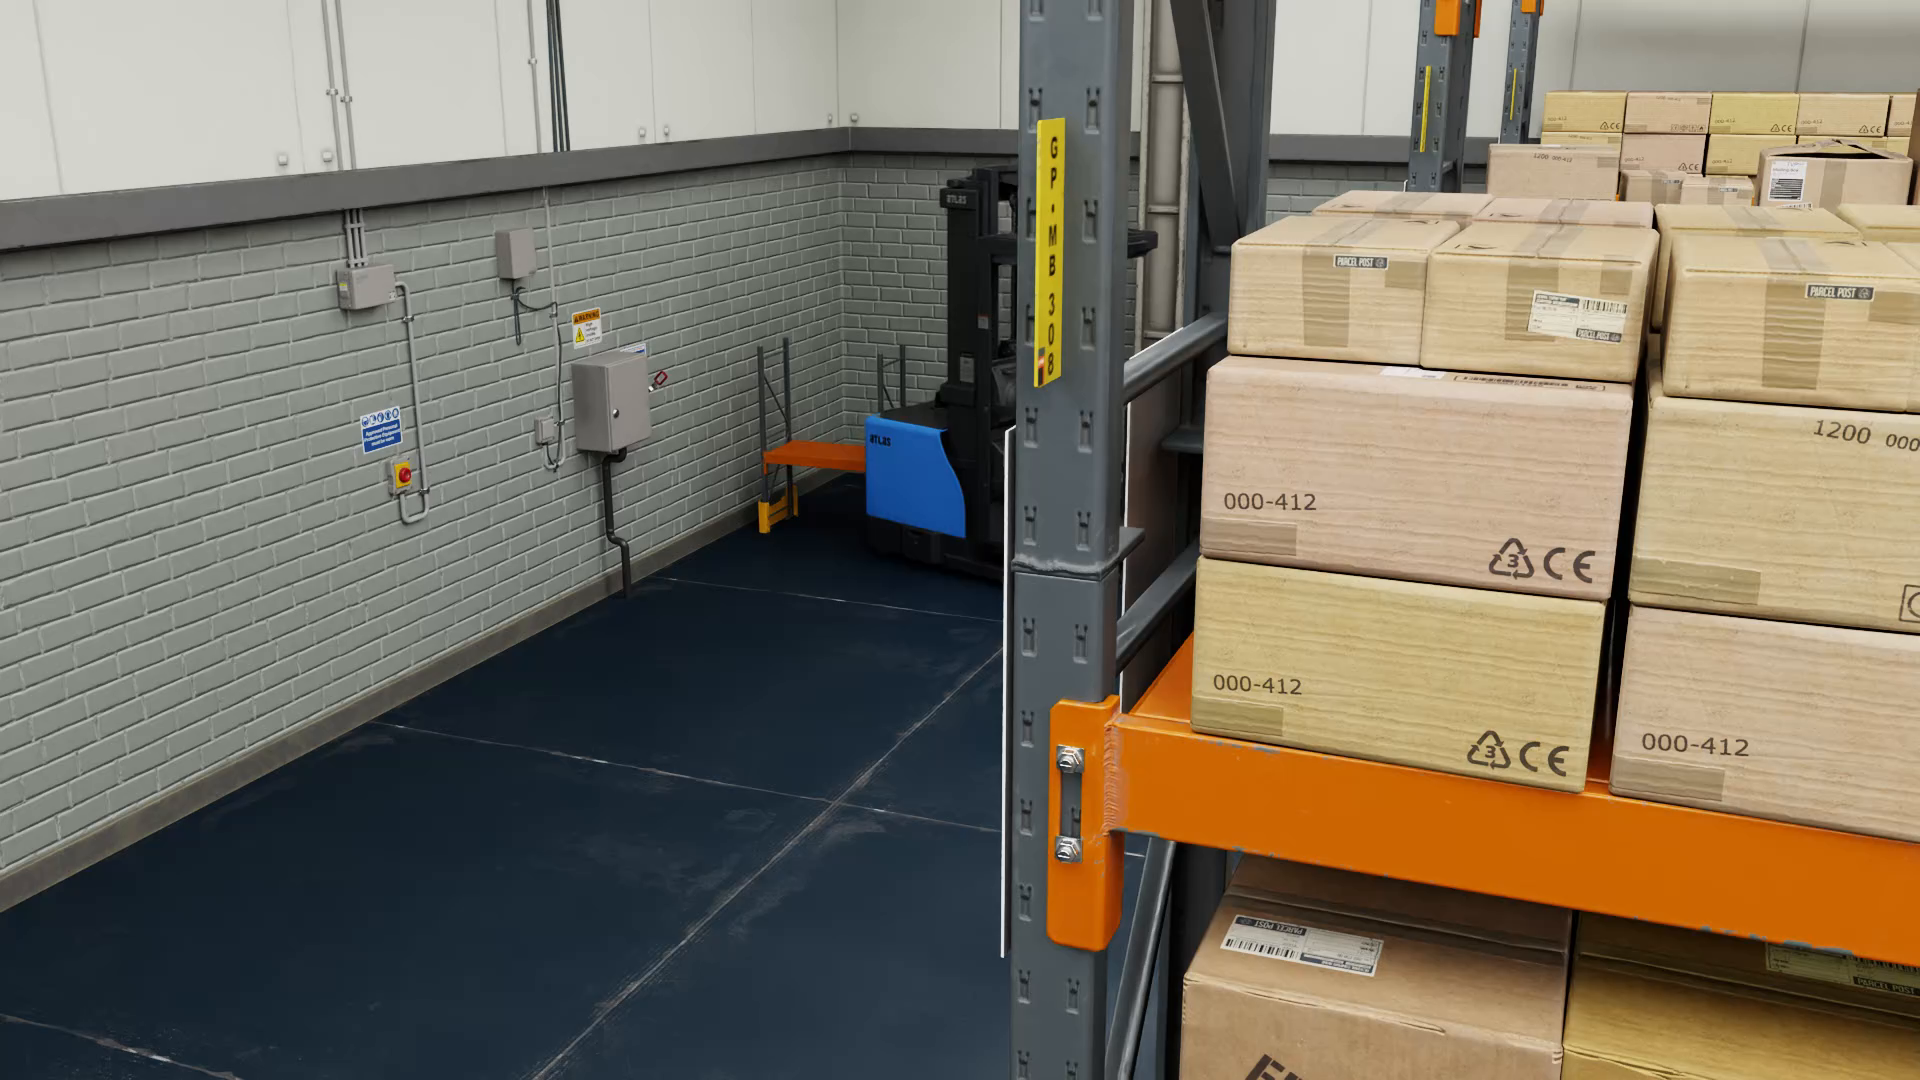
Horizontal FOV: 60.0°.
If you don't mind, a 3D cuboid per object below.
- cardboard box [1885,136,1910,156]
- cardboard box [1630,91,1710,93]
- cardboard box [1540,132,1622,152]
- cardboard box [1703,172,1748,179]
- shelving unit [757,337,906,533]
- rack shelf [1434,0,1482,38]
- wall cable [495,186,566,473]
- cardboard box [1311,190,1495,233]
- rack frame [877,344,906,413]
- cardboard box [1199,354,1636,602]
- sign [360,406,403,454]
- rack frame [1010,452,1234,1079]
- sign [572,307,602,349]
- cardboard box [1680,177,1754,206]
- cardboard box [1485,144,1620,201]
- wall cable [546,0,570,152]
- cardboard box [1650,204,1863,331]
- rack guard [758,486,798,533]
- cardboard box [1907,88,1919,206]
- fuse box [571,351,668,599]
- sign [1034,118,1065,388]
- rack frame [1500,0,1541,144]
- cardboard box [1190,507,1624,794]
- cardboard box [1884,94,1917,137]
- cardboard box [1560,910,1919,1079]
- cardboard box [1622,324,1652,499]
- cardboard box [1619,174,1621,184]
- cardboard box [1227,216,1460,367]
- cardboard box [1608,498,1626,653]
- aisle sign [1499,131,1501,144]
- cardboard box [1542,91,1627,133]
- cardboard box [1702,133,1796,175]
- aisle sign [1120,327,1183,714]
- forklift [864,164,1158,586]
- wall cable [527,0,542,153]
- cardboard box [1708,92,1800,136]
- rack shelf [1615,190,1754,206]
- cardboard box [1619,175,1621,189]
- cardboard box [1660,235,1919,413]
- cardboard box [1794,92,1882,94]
[{"bbox_3d":[6.073,-2.414,10.463,0.500,0.250,0.500,7,17,22],"label":"cardboard box"},{"bbox_3d":[4.852,-2.946,11.401,0.500,0.250,0.500,6,17,19],"label":"cardboard box"},{"bbox_3d":[4.165,-2.617,11.162,0.500,0.250,0.500,6,17,20],"label":"cardboard box"},{"bbox_3d":[4.990,-2.321,10.858,0.250,0.149,0.380,6,17,20],"label":"cardboard box"},{"bbox_3d":[-1.018,-0.807,13.263,1.083,1.500,0.587,6,17,19],"label":"shelving unit"},{"bbox_3d":[3.895,-2.073,6.180,4.000,0.370,1.077,6,17,21],"label":"rack shelf"},{"bbox_3d":[-2.710,-1.361,10.661,0.122,1.984,0.588,6,17,21],"label":"wall cable"},{"bbox_3d":[0.729,-0.482,2.730,0.250,0.149,0.380,6,17,20],"label":"cardboard box"},{"bbox_3d":[-0.532,-0.758,13.093,0.032,1.500,0.500,6,17,19],"label":"rack frame"},{"bbox_3d":[0.635,-0.135,2.250,0.500,0.250,0.500,7,17,22],"label":"cardboard box"},{"bbox_3d":[-3.294,-0.628,9.472,0.001,0.218,0.327,6,17,21],"label":"sign"},{"bbox_3d":[0.312,1.360,3.107,0.127,3.000,1.000,6,17,21],"label":"rack frame"},{"bbox_3d":[-2.526,-1.438,11.265,0.001,0.242,0.339,6,17,21],"label":"sign"},{"bbox_3d":[2.962,-1.332,6.521,0.250,0.149,0.380,7,18,23],"label":"cardboard box"},{"bbox_3d":[2.486,-1.529,7.017,0.500,0.250,0.500,5,17,16],"label":"cardboard box"},{"bbox_3d":[-2.025,-4.255,11.623,0.133,3.039,2.988,6,17,21],"label":"wall cable"},{"bbox_3d":[1.162,-0.405,2.466,0.250,0.149,0.380,6,17,19],"label":"cardboard box"},{"bbox_3d":[-1.485,-0.255,13.603,0.087,0.250,0.587,6,17,19],"label":"rack guard"},{"bbox_3d":[3.855,-1.427,6.216,0.500,0.500,0.500,7,17,22],"label":"cardboard box"},{"bbox_3d":[-2.313,-0.416,11.536,0.414,1.711,0.539,6,17,21],"label":"fuse box"},{"bbox_3d":[0.113,-0.359,2.082,0.005,0.325,0.100,6,17,21],"label":"sign"},{"bbox_3d":[3.852,-4.102,11.164,0.127,3.000,1.000,6,17,21],"label":"rack frame"},{"bbox_3d":[0.636,0.104,2.323,0.500,0.250,0.500,7,18,23],"label":"cardboard box"},{"bbox_3d":[6.072,-2.657,10.403,0.500,0.250,0.500,7,17,22],"label":"cardboard box"},{"bbox_3d":[1.104,0.854,2.345,0.500,0.500,0.500,7,18,22],"label":"cardboard box"},{"bbox_3d":[0.834,-0.267,2.705,0.500,0.250,0.500,6,17,19],"label":"cardboard box"},{"bbox_3d":[4.503,-2.557,11.673,0.250,0.149,0.380,7,17,22],"label":"cardboard box"},{"bbox_3d":[0.530,-0.347,2.267,0.250,0.149,0.380,6,17,20],"label":"cardboard box"},{"bbox_3d":[0.832,-0.030,2.786,0.500,0.250,0.500,6,17,19],"label":"cardboard box"},{"bbox_3d":[3.681,-2.401,11.400,0.004,0.787,0.394,6,17,21],"label":"aisle sign"},{"bbox_3d":[4.173,-2.862,11.112,0.500,0.250,0.500,6,17,20],"label":"cardboard box"},{"bbox_3d":[5.117,-2.514,10.809,0.500,0.250,0.500,6,17,19],"label":"cardboard box"},{"bbox_3d":[0.354,0.027,3.039,0.004,0.787,0.394,6,17,21],"label":"aisle sign"},{"bbox_3d":[0.710,-1.147,11.866,3.031,2.935,1.130,14,21,39],"label":"forklift"},{"bbox_3d":[-3.082,-3.518,9.152,0.029,3.000,2.355,6,17,21],"label":"wall cable"},{"bbox_3d":[5.112,-2.758,10.751,0.500,0.250,0.500,6,17,20],"label":"cardboard box"},{"bbox_3d":[5.713,-2.112,10.978,4.000,0.370,1.077,6,17,21],"label":"rack shelf"},{"bbox_3d":[4.549,-2.398,11.123,0.250,0.149,0.380,6,17,21],"label":"cardboard box"},{"bbox_3d":[0.986,-0.270,2.000,0.250,0.149,0.380,6,17,21],"label":"cardboard box"},{"bbox_3d":[5.791,-2.838,11.029,0.500,0.250,0.500,6,17,21],"label":"cardboard box"}]
